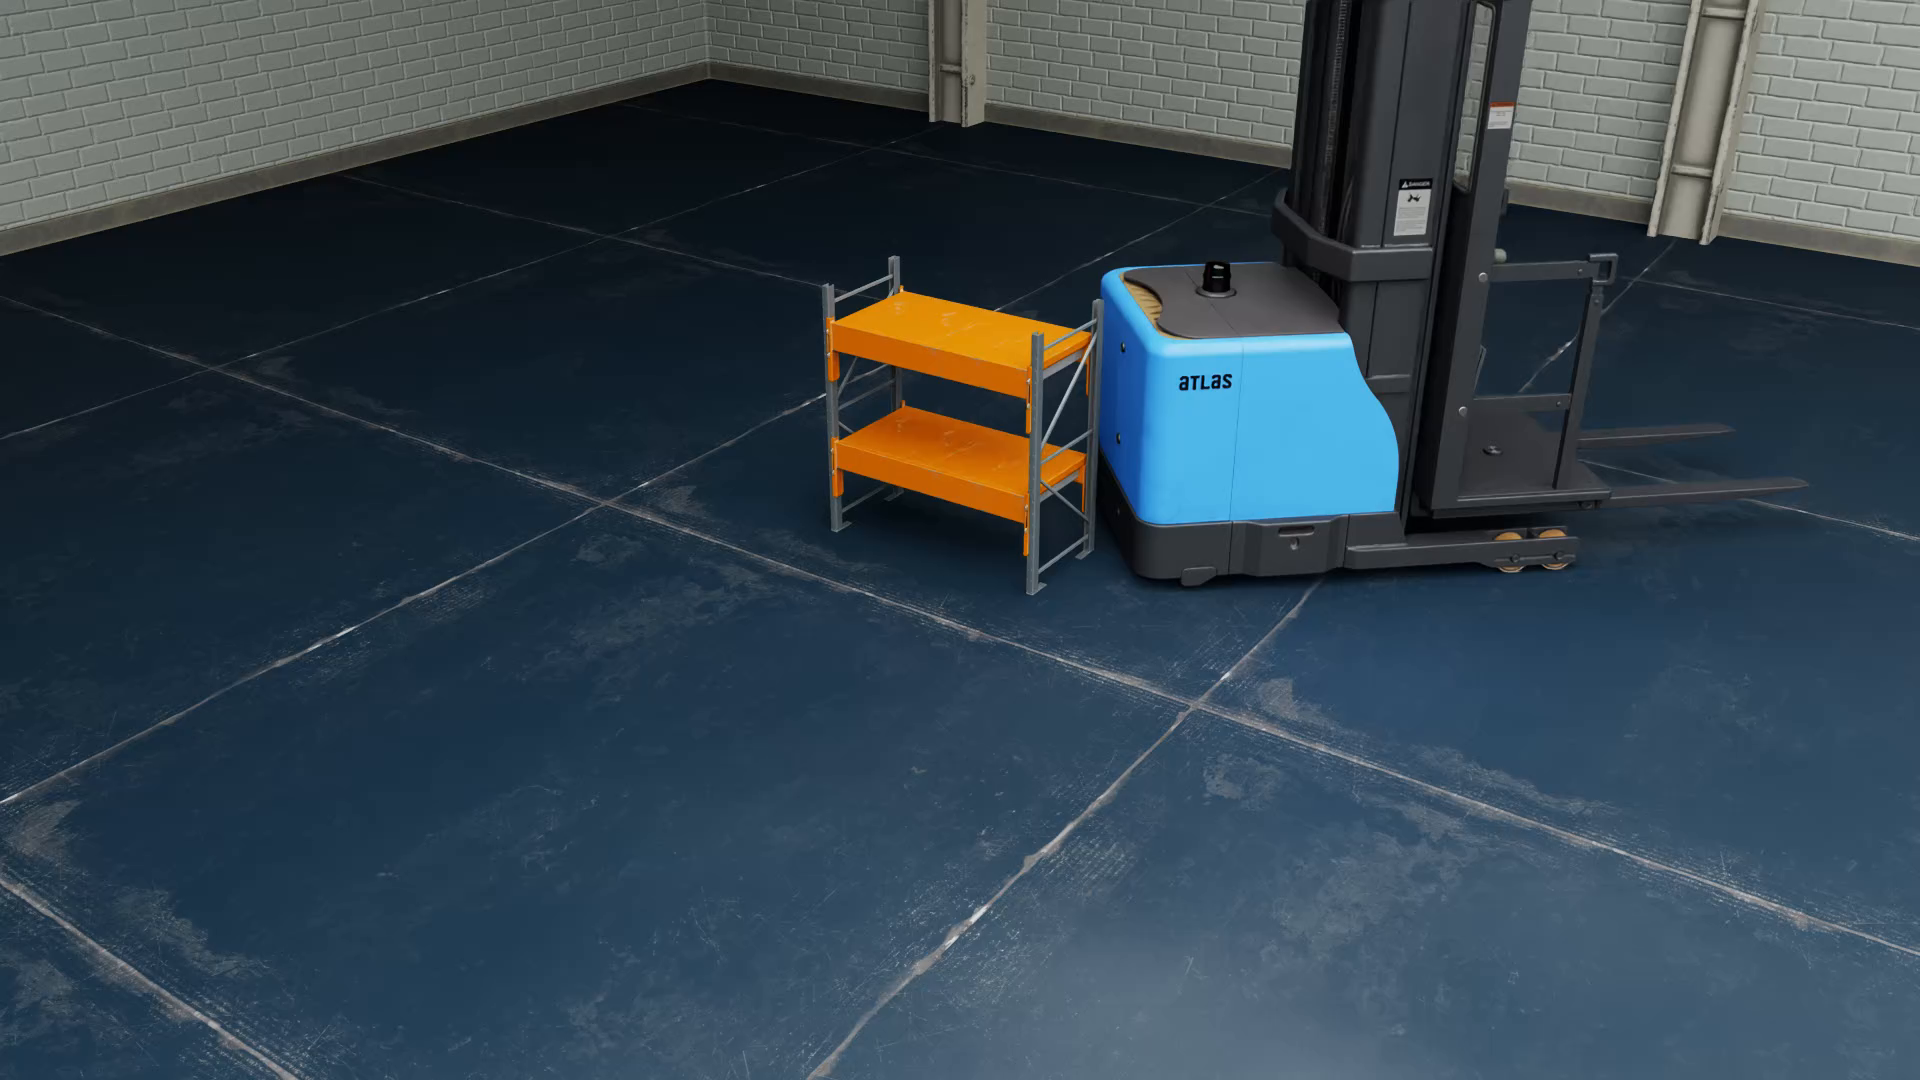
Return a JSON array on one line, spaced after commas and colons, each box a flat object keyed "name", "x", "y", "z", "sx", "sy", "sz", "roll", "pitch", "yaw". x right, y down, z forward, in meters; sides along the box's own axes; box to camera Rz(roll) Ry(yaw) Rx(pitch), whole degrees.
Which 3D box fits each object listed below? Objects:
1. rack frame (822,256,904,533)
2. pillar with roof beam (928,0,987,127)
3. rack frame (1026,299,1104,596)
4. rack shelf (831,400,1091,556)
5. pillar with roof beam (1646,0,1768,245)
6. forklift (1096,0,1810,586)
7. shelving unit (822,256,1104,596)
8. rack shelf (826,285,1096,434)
[{"name": "rack frame", "x": -0.413, "y": -0.630, "z": 7.248, "sx": 0.032, "sy": 1.125, "sz": 0.500, "roll": 17, "pitch": 32, "yaw": 30}, {"name": "pillar with roof beam", "x": -2.459, "y": -6.023, "z": 9.163, "sx": 0.400, "sy": 9.000, "sz": 9.100, "roll": 17, "pitch": 32, "yaw": 30}, {"name": "rack frame", "x": 0.425, "y": -0.369, "z": 6.735, "sx": 0.032, "sy": 1.125, "sz": 0.500, "roll": 17, "pitch": 32, "yaw": 30}, {"name": "rack shelf", "x": 0.006, "y": -0.282, "z": 7.102, "sx": 1.000, "sy": 0.278, "sz": 0.538, "roll": 17, "pitch": 32, "yaw": 30}, {"name": "pillar with roof beam", "x": 2.487, "y": -4.482, "z": 6.135, "sx": 0.400, "sy": 9.000, "sz": 9.100, "roll": 17, "pitch": 32, "yaw": 30}, {"name": "forklift", "x": 2.154, "y": -1.403, "z": 6.776, "sx": 3.031, "sy": 2.935, "sz": 1.130, "roll": -3, "pitch": 27, "yaw": -7}, {"name": "shelving unit", "x": 0.006, "y": -0.500, "z": 6.991, "sx": 1.048, "sy": 1.125, "sz": 0.538, "roll": 17, "pitch": 32, "yaw": 30}, {"name": "rack shelf", "x": 0.006, "y": -0.760, "z": 6.859, "sx": 1.000, "sy": 0.278, "sz": 0.538, "roll": 17, "pitch": 32, "yaw": 30}]
